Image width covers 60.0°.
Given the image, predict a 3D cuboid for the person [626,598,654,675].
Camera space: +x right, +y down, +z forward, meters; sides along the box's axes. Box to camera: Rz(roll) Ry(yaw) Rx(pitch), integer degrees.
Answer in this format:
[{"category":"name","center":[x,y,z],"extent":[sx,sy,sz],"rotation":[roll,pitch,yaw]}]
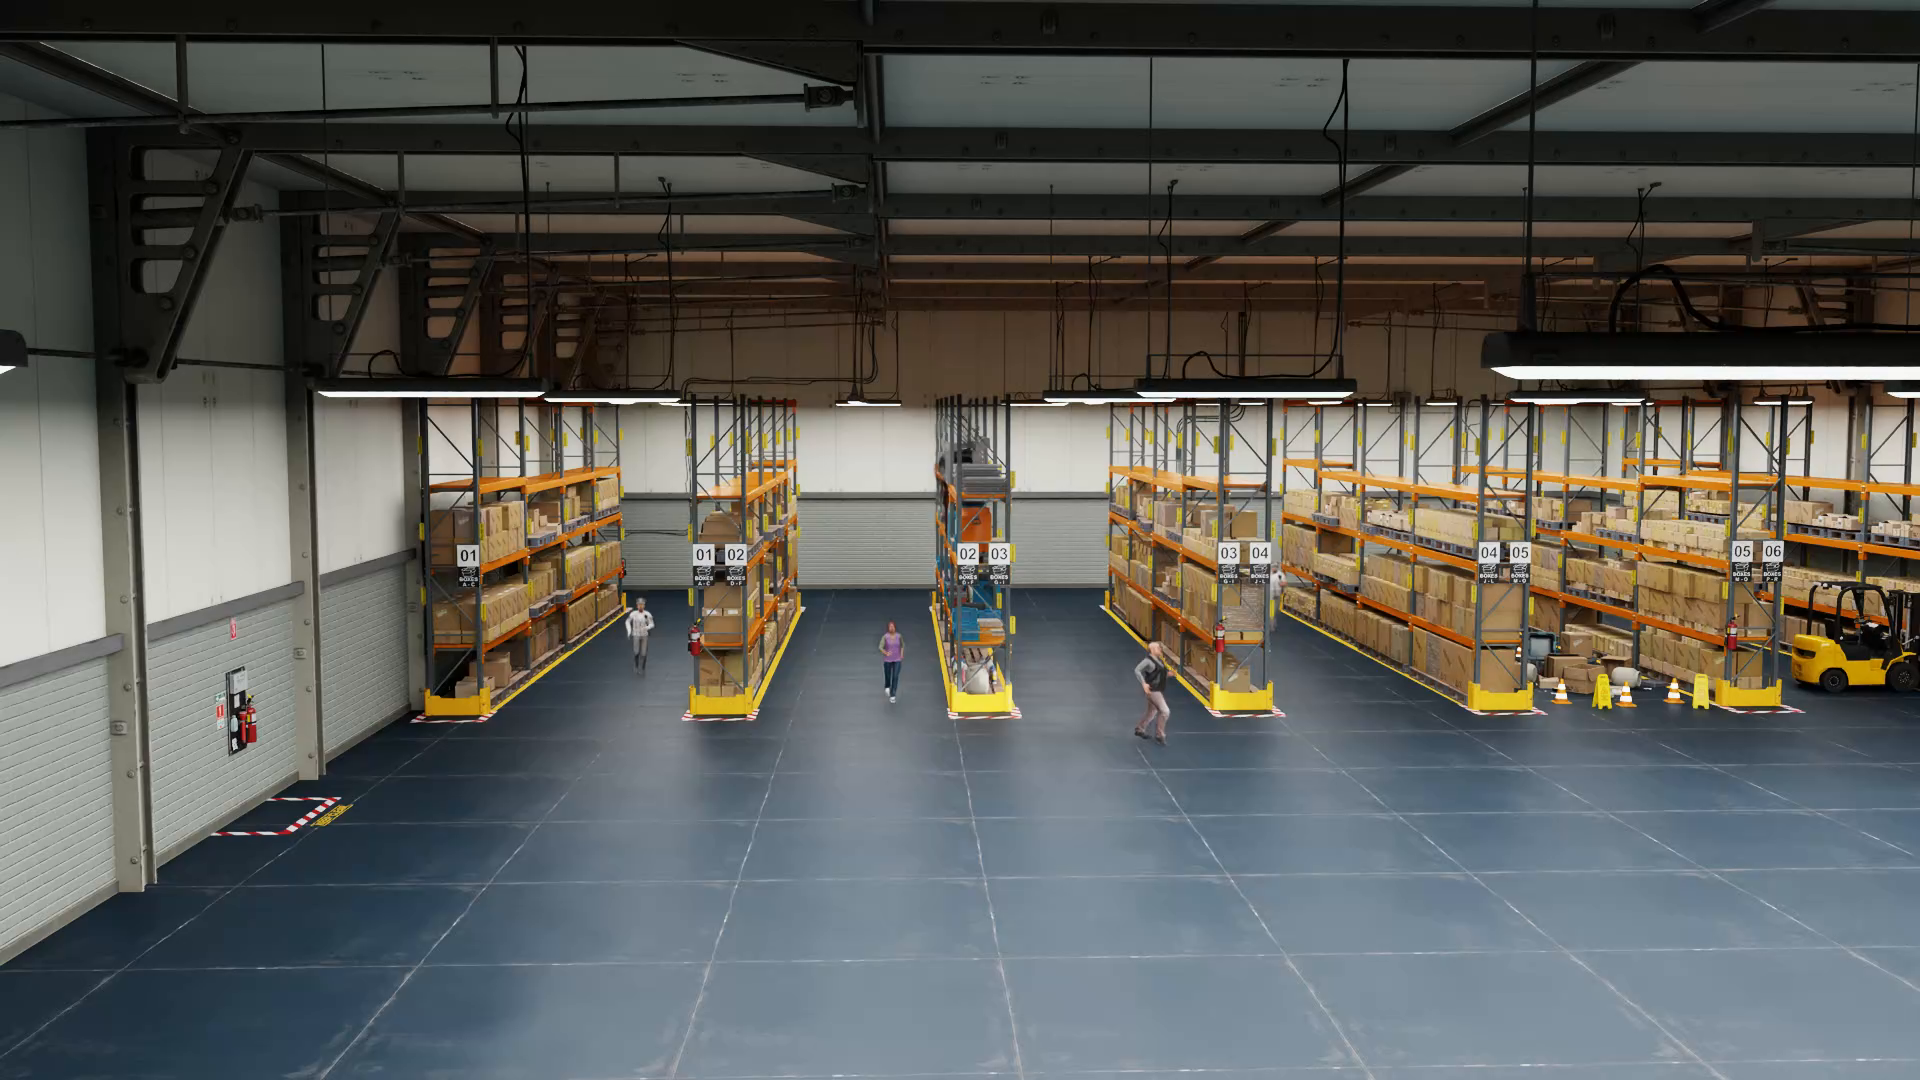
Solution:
[{"category":"person","center":[-6.852,2.073,35.643],"extent":[0.593,1.660,0.608],"rotation":[-1,5,-13]}]

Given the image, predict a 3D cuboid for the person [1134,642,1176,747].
[{"category":"person","center":[3.317,2.631,28.392],"extent":[0.767,1.782,0.625],"rotation":[2,5,25]}]

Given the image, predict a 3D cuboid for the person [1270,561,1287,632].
[{"category":"person","center":[8.148,1.442,43.131],"extent":[0.634,1.837,0.875],"rotation":[0,4,-2]}]

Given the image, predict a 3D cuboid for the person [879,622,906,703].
[{"category":"person","center":[-1.329,2.383,32.628],"extent":[0.544,1.556,0.675],"rotation":[-1,5,-7]}]
